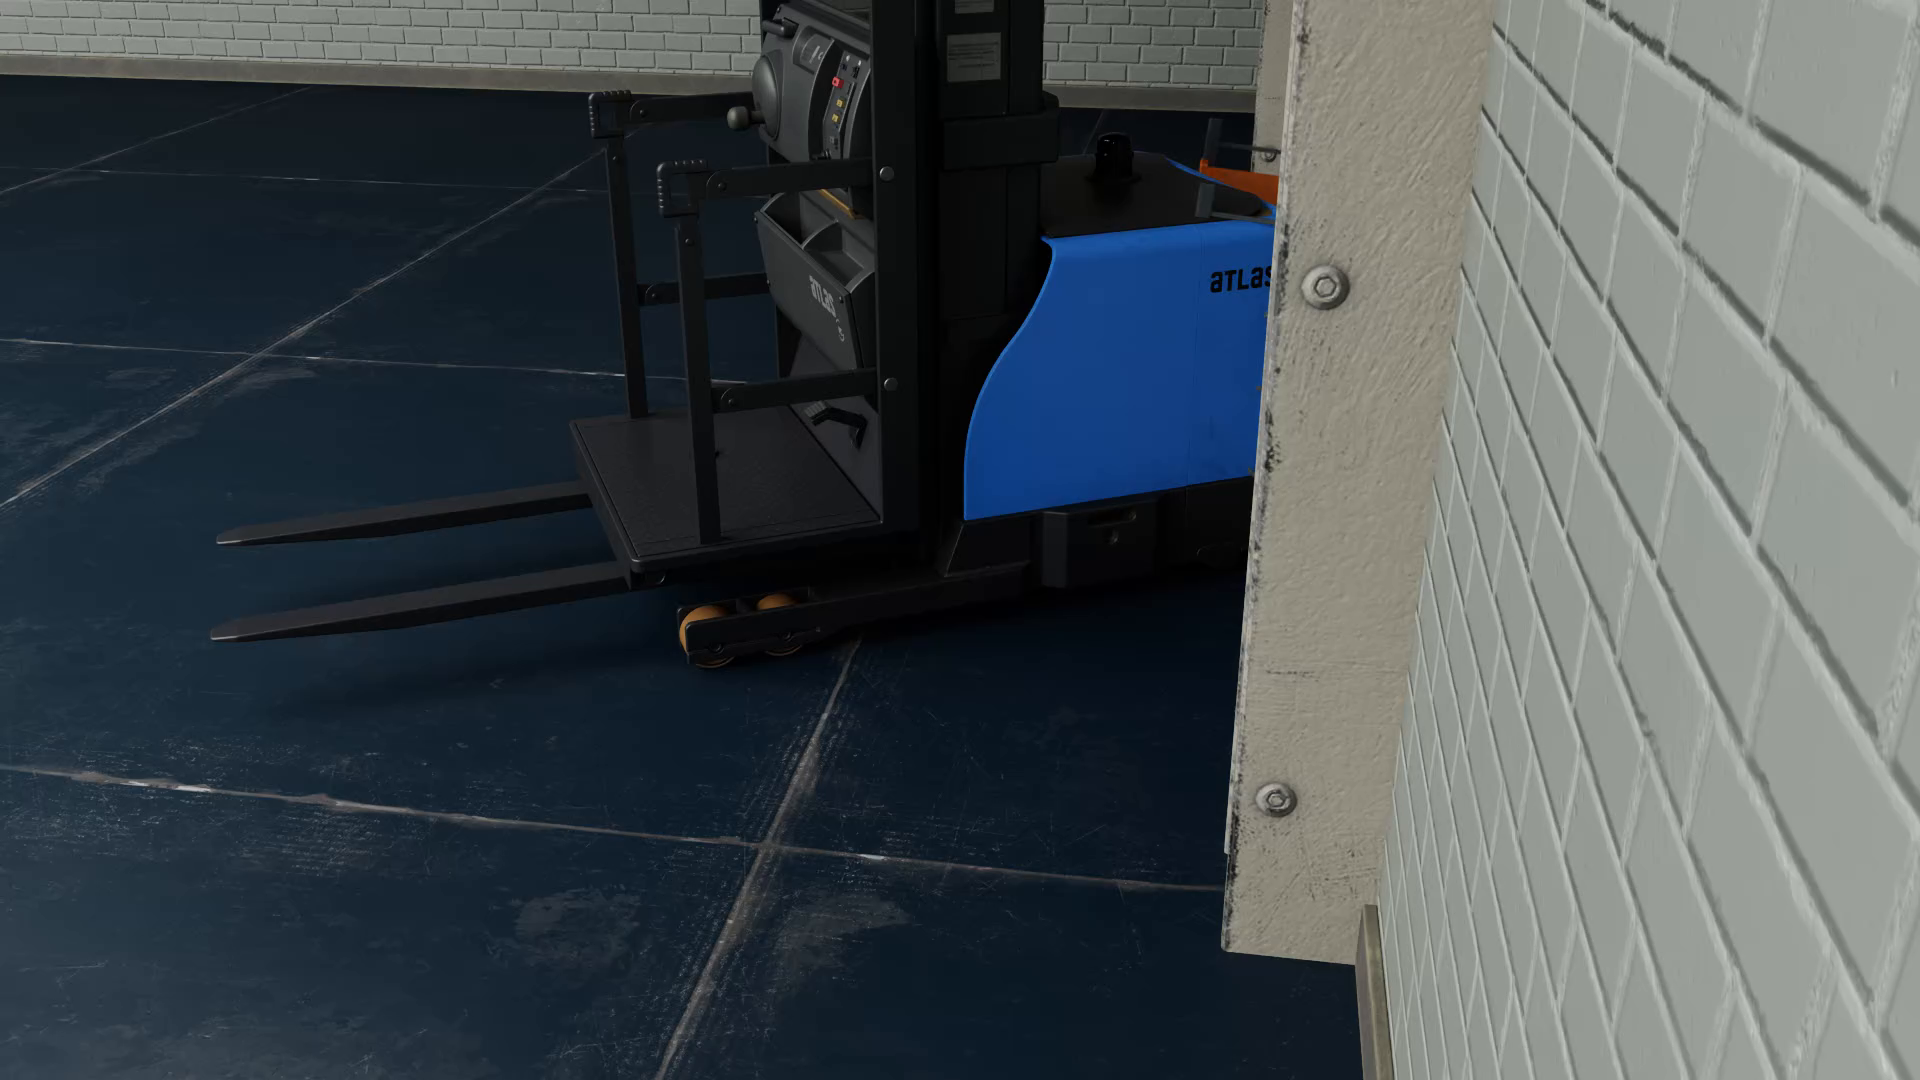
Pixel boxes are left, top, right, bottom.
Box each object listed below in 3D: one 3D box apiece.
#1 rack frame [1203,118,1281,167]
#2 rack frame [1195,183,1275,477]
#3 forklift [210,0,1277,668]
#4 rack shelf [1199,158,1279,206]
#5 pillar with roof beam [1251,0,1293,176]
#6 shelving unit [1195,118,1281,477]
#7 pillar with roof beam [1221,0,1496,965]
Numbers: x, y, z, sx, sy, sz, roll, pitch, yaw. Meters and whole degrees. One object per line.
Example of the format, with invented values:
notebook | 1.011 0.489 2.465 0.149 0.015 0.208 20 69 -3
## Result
rack frame | 1.016 -0.851 5.720 0.500 1.125 0.032 9 25 6
rack frame | 0.853 -0.438 4.806 0.500 1.125 0.032 9 25 6
forklift | -0.589 -1.233 4.427 3.031 2.935 1.130 -9 27 -19
rack shelf | 0.963 -0.908 5.139 0.538 0.278 1.000 9 25 6
pillar with roof beam | -2.542 -6.107 7.682 9.100 9.000 0.400 4 25 9
shelving unit | 0.934 -0.645 5.263 0.538 1.125 1.048 9 25 6
pillar with roof beam | -3.522 -3.598 2.321 9.100 9.000 0.400 4 25 9
